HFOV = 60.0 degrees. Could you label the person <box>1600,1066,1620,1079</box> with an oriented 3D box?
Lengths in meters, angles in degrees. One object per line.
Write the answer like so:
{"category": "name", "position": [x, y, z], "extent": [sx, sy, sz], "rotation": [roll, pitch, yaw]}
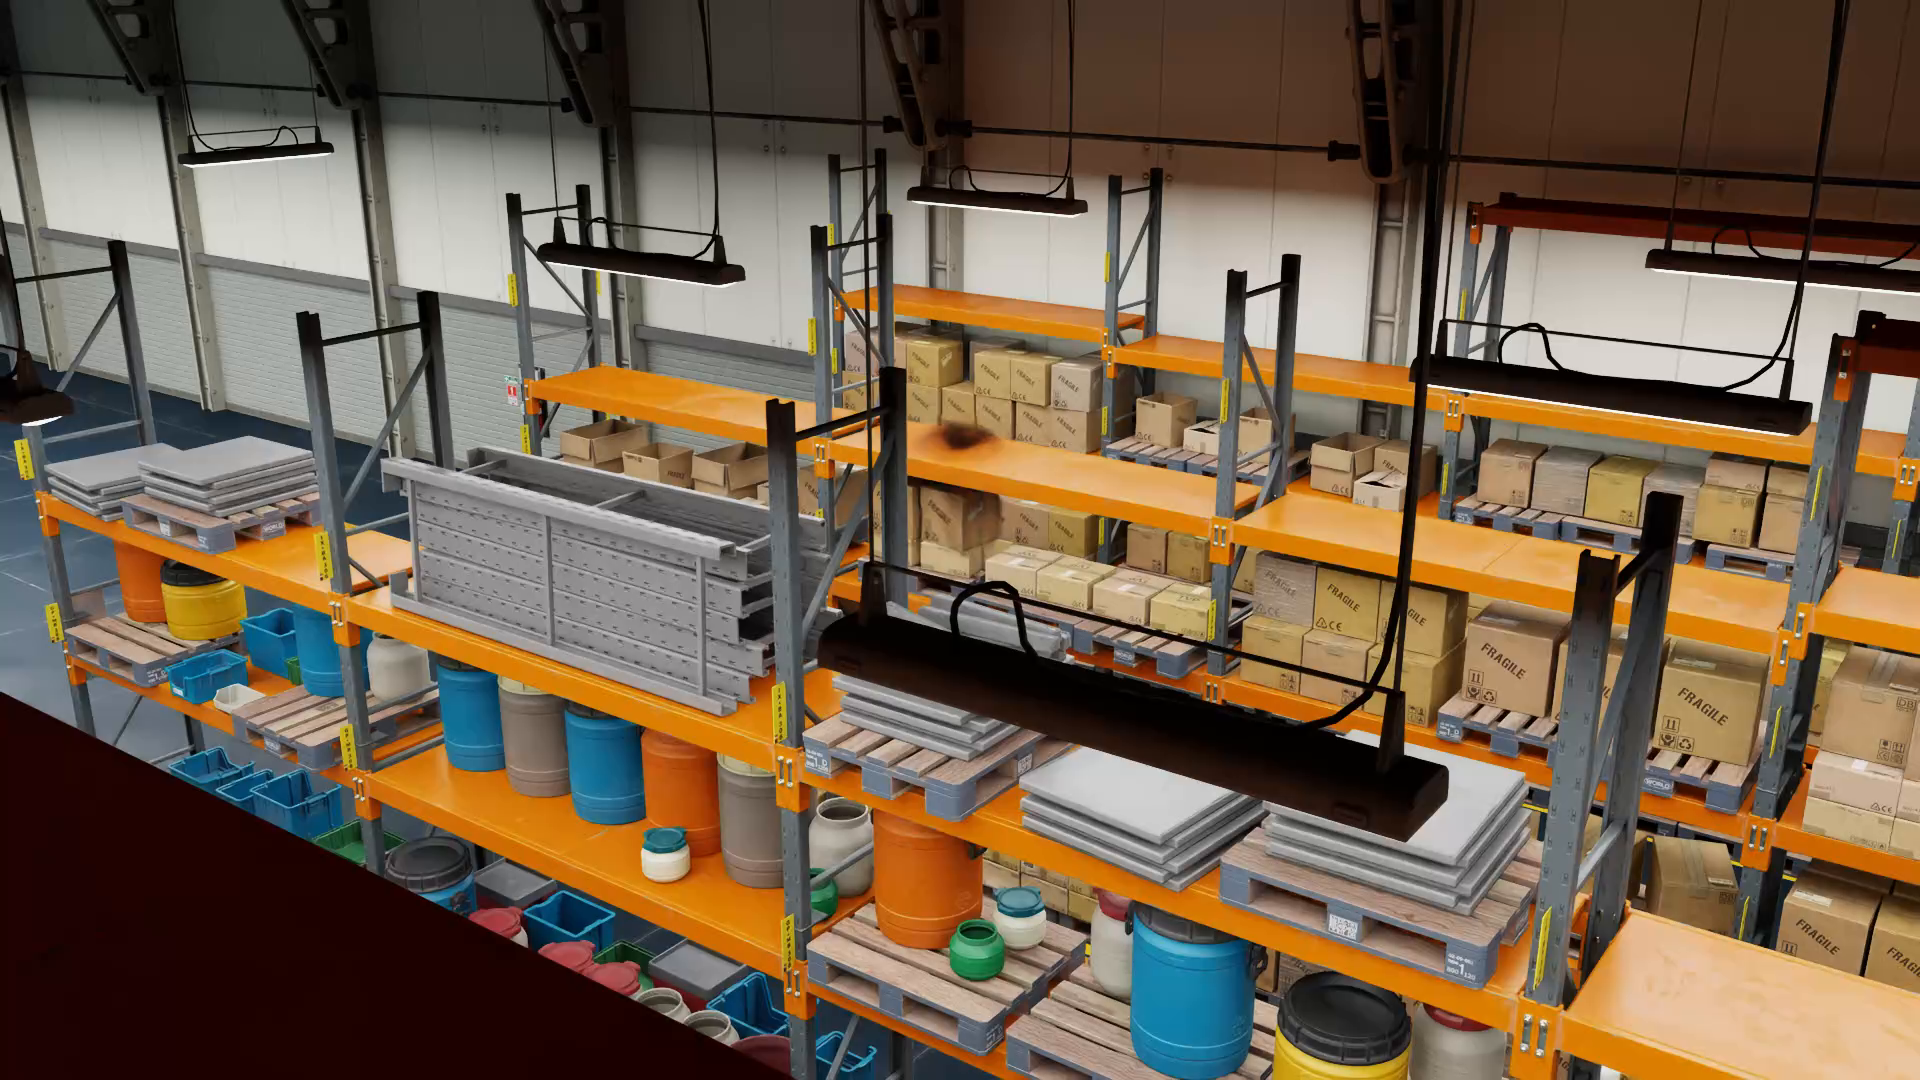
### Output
{"category": "person", "position": [3.951, 3.965, 10.511], "extent": [0.841, 1.724, 0.565], "rotation": [12, 22, 31]}
